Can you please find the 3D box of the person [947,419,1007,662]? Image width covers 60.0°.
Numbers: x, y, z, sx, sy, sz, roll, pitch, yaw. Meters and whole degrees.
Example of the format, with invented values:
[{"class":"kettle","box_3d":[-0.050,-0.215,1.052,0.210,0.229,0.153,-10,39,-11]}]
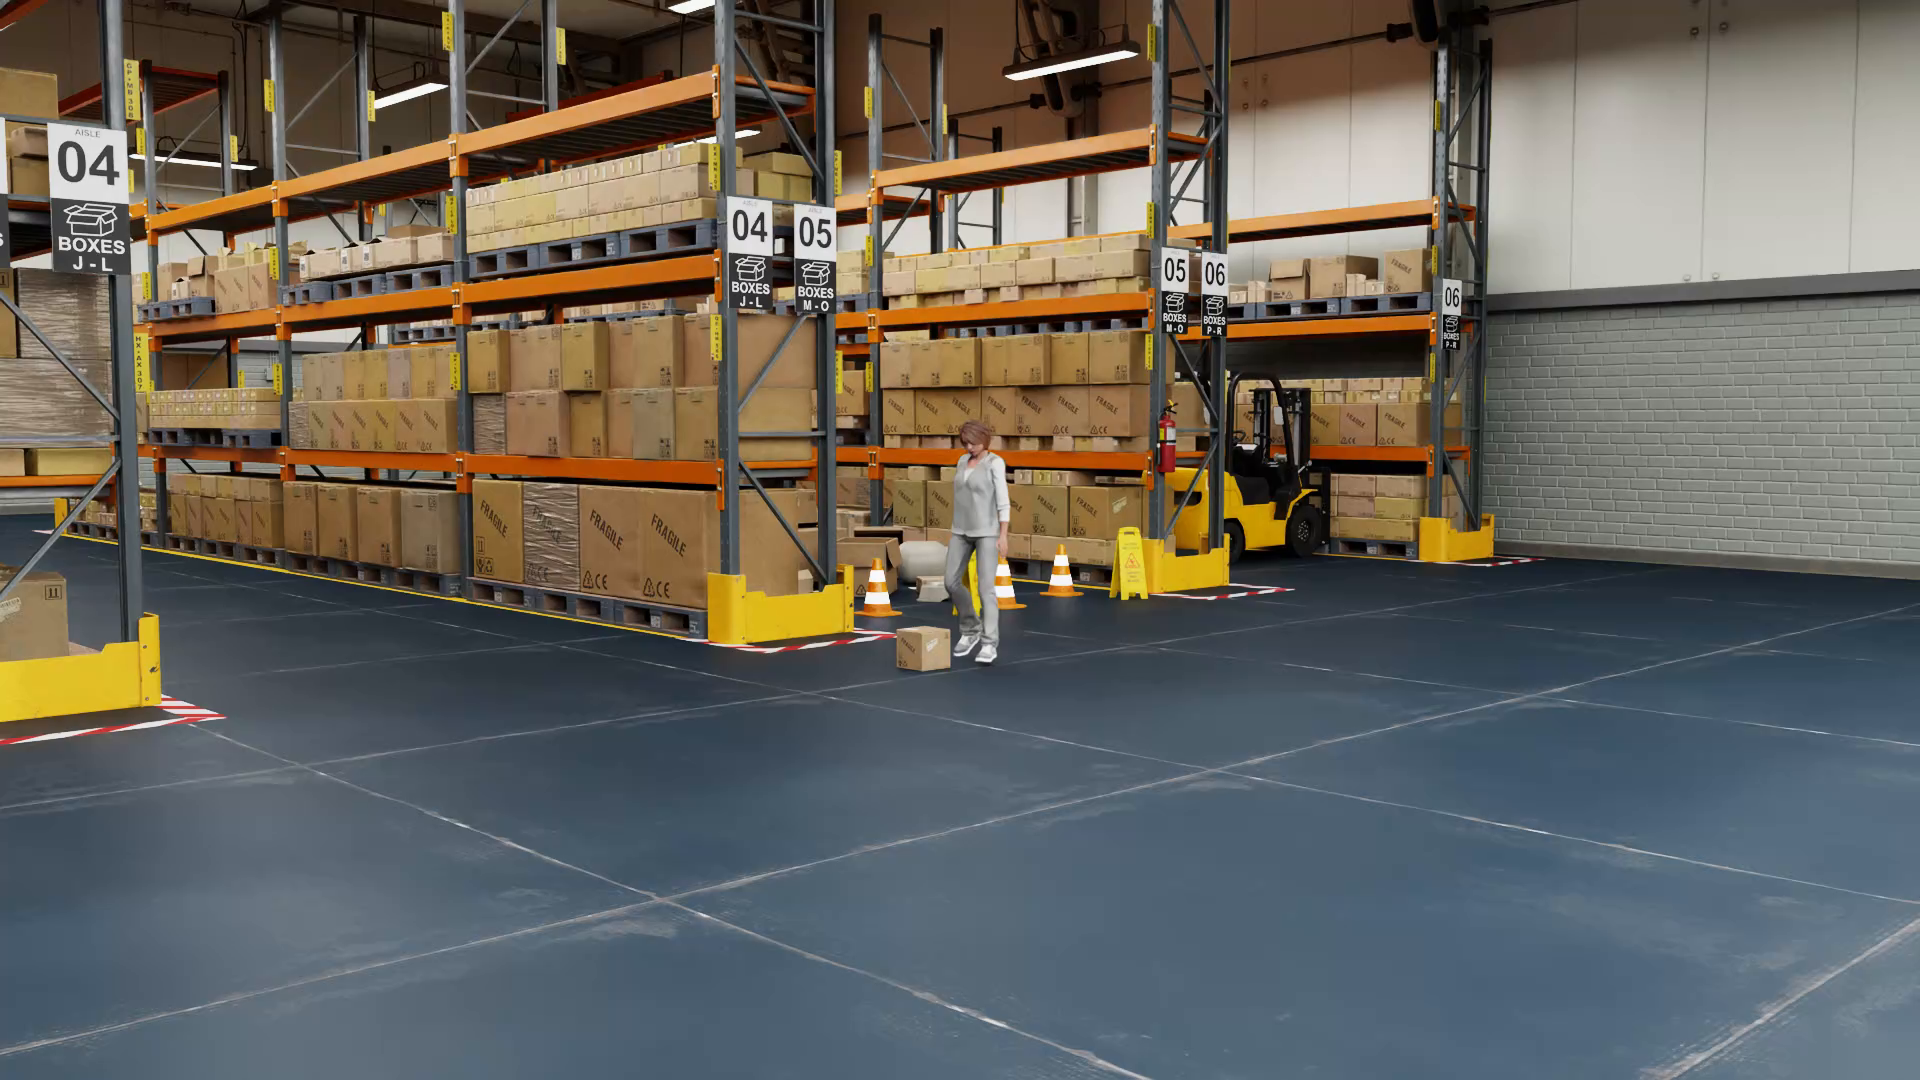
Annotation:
[{"class":"person","box_3d":[0.116,0.015,11.072,0.491,1.619,0.336,3,5,40]}]
